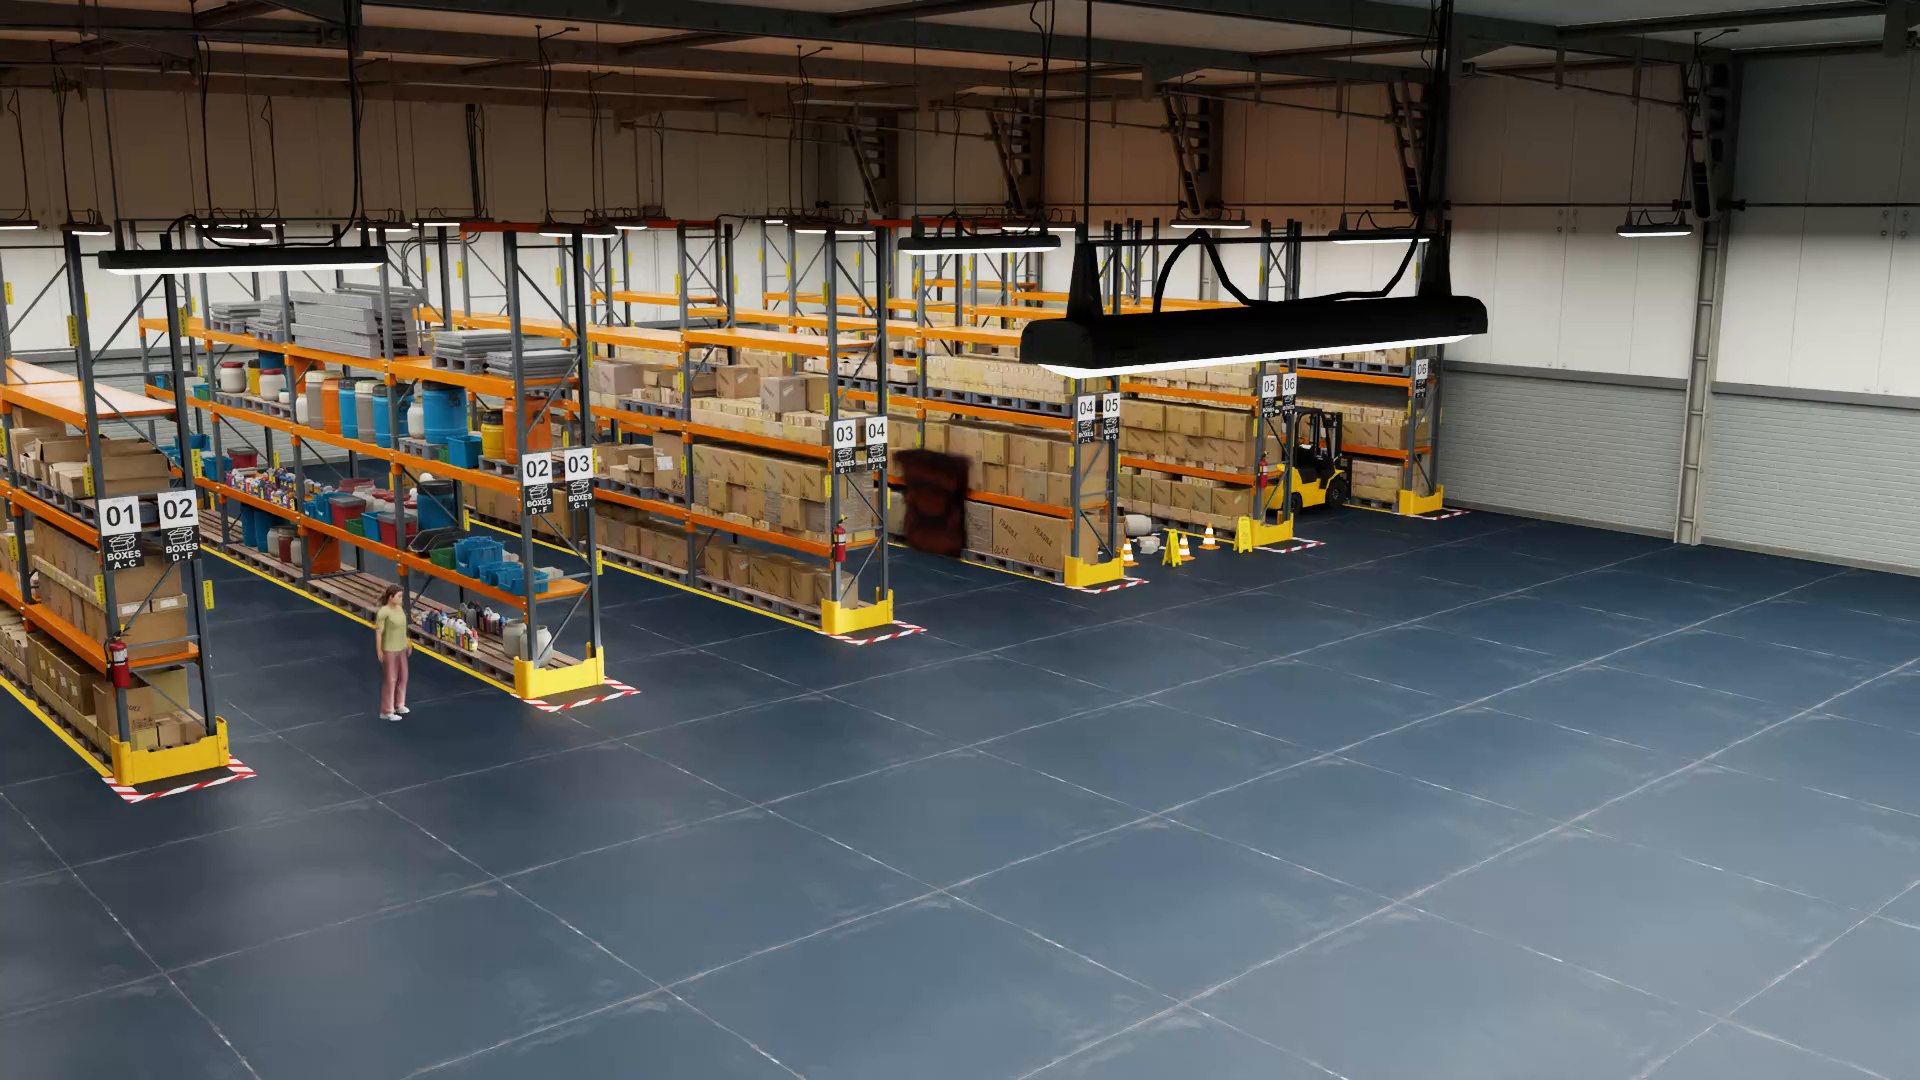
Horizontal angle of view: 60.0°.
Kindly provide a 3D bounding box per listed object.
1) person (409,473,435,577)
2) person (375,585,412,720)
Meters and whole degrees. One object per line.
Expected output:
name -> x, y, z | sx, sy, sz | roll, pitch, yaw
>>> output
person -> -9.290, -0.255, 28.728 | 0.594, 1.809, 0.470 | 2, 12, 10
person -> -7.092, 1.395, 20.843 | 0.362, 1.690, 0.521 | 4, 12, 18
